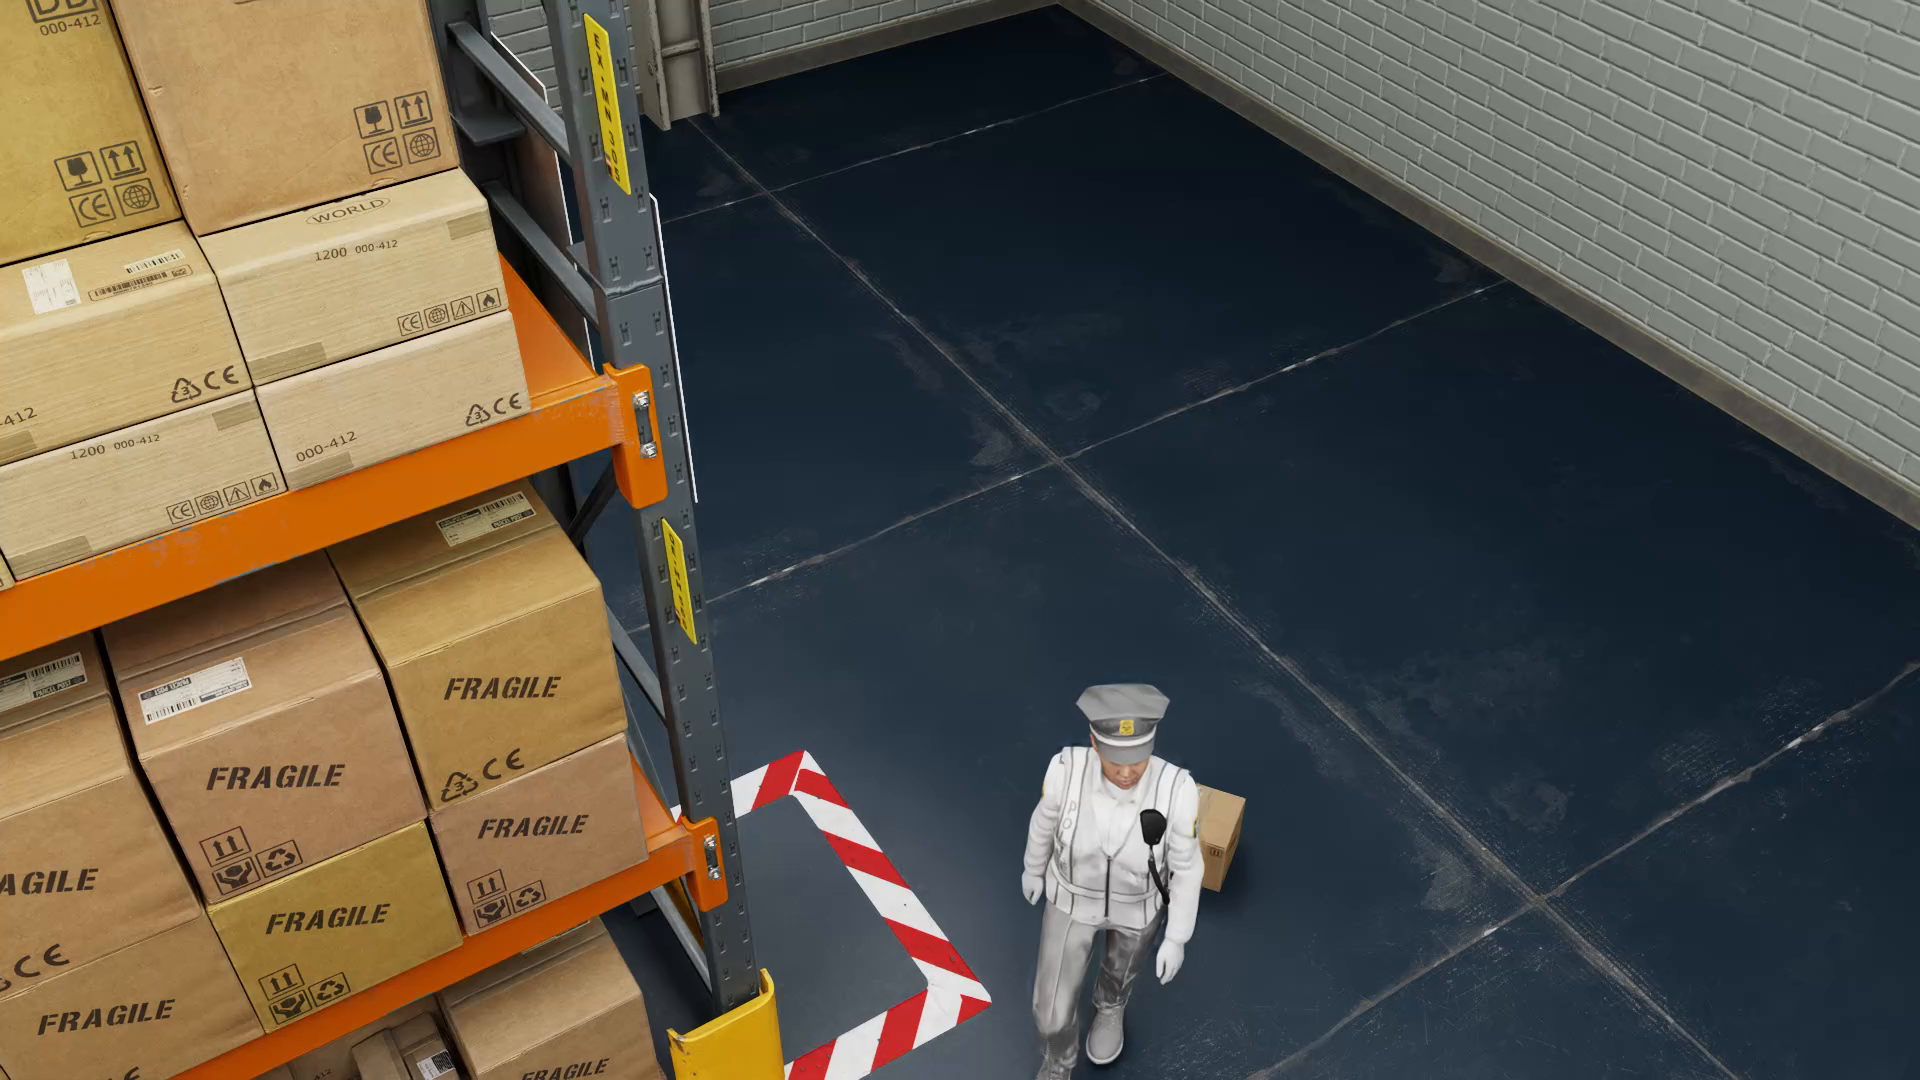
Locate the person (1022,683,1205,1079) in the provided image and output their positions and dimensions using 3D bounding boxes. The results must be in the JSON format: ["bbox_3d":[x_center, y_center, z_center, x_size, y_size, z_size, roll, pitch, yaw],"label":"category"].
[{"bbox_3d":[0.435,1.086,4.896,0.523,1.744,0.503,4,41,5],"label":"person"}]
